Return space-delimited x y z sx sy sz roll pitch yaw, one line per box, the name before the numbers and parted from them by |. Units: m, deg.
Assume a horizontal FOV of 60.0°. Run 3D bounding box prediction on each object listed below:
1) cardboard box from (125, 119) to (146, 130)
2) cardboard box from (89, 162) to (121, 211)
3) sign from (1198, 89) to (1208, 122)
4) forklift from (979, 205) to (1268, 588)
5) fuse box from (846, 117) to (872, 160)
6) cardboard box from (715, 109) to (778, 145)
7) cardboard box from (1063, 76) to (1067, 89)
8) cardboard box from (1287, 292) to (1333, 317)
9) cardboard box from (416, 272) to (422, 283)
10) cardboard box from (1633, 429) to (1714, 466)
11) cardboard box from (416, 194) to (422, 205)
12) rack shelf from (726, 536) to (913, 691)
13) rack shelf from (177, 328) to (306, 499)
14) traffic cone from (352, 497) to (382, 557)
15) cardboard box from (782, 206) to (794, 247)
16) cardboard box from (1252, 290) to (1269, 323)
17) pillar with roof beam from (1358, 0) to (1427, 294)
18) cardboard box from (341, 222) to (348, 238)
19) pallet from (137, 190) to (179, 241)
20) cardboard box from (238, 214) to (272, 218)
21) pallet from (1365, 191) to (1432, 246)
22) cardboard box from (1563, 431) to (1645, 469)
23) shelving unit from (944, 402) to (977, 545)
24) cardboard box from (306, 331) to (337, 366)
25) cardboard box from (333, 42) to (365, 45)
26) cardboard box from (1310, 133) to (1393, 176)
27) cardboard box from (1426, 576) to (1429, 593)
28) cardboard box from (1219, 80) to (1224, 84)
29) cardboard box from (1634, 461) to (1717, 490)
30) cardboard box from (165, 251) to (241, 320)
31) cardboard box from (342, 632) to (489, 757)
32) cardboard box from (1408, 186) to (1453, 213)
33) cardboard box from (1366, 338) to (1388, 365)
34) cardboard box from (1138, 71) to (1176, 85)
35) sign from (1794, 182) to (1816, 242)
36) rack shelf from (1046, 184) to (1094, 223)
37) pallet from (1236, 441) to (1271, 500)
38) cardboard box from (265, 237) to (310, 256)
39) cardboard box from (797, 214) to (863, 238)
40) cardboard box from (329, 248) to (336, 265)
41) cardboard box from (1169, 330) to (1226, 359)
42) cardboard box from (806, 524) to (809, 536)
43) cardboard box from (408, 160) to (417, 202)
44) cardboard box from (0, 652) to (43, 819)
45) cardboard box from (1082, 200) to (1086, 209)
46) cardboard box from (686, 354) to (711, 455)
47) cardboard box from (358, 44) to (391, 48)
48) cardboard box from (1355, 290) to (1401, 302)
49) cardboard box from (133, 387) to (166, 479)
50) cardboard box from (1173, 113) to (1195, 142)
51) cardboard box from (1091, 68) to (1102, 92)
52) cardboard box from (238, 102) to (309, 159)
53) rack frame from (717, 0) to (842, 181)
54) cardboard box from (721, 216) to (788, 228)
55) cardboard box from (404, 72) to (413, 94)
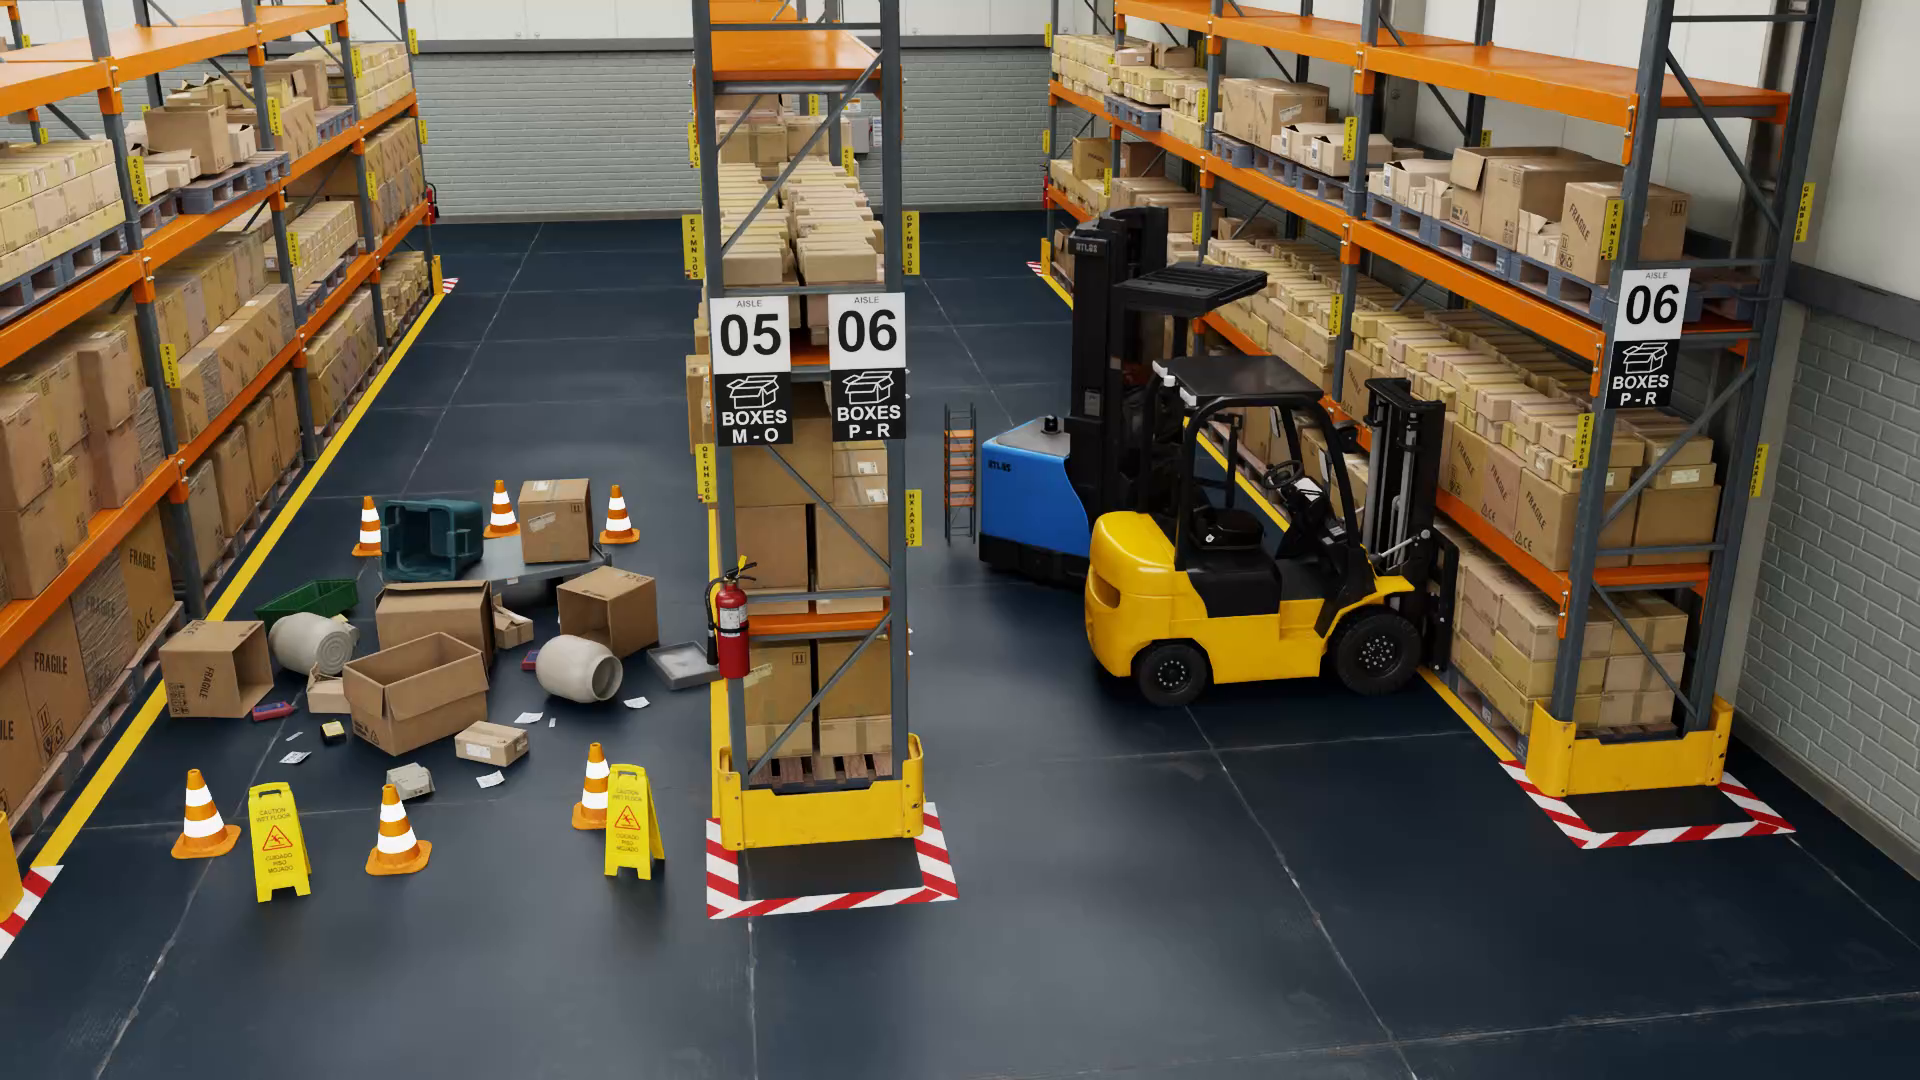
cardboard box | -6.947 -3.516 14.514 0.500 0.311 0.500 -3 21 -8
cardboard box | -5.932 -2.346 11.044 0.500 0.250 0.500 -3 21 -8
sign | 2.424 -4.328 16.564 0.100 0.325 0.005 -3 21 -8
forklift | 1.667 -1.002 12.785 3.031 2.935 1.130 13 24 31
fuse box | -1.840 -6.628 29.591 0.539 1.711 0.414 -3 21 -8
cardboard box | -1.752 -3.383 13.673 0.500 0.250 0.500 -3 21 -7
cardboard box | 1.642 -6.372 23.135 0.380 0.149 0.250 -2 21 -7
cardboard box | 3.061 -2.040 14.395 0.380 0.149 0.250 -4 21 -9
cardboard box | -7.552 -3.593 22.672 0.380 0.149 0.250 -4 21 -10
cardboard box | 4.277 -0.554 9.992 0.380 0.149 0.250 -3 21 -9
cardboard box | -7.660 -4.724 23.011 0.380 0.149 0.250 -3 21 -8
rack shelf | -1.085 -0.041 11.141 1.077 0.370 4.000 -3 21 -8
rack shelf | -6.546 -1.141 14.087 1.077 0.370 4.000 -3 21 -8
traffic cone | -4.956 -0.138 13.998 0.336 0.463 0.334 -3 21 -8
cardboard box | -0.910 -2.053 11.003 0.500 0.250 0.500 -3 21 -9
cardboard box | 3.011 -2.174 15.323 0.500 0.250 0.500 -3 21 -7
pillar with roof beam | -0.219 -4.894 14.533 9.100 9.000 0.400 -3 21 -8
cardboard box | -7.086 -3.469 18.625 0.380 0.149 0.250 -2 21 -5
pallet | -6.438 -2.416 12.459 0.805 0.209 1.217 -4 21 -10
cardboard box | -7.695 -3.482 18.235 0.380 0.149 0.250 -3 21 -8
pallet | 3.686 -2.392 12.246 1.003 0.211 1.213 -3 21 -8
cardboard box | 3.854 -0.541 9.955 0.380 0.149 0.250 -3 21 -8
shelving unit | 0.002 -0.557 14.067 0.258 1.200 0.189 -3 21 -8
cardboard box | -6.767 -1.974 17.190 0.500 0.250 0.500 -3 21 -8
cardboard box | -8.166 -6.573 22.244 0.380 0.149 0.250 -3 21 -8
cardboard box | 3.192 -3.167 13.581 0.500 0.311 0.500 -4 21 -9
cardboard box | 3.510 0.242 11.970 0.500 0.250 0.500 -3 21 -8
cardboard box | 2.939 -4.945 18.175 0.380 0.149 0.250 -3 21 -8
cardboard box | 4.322 -0.418 10.053 0.380 0.149 0.250 -3 21 -9
cardboard box | -6.629 -2.177 14.261 0.700 0.500 0.500 -3 21 -9
cardboard box | -3.555 1.004 10.884 0.637 0.503 0.797 17 27 39
cardboard box | 3.413 -2.416 11.802 0.380 0.149 0.250 -2 21 -6
cardboard box | 3.362 -1.460 12.841 0.380 0.149 0.250 -2 21 -6
cardboard box | 2.255 -5.285 19.056 0.380 0.149 0.250 -3 21 -7
sign | 4.664 -1.815 9.213 0.100 0.325 0.005 -3 21 -8
rack shelf | 2.096 -4.447 22.939 1.077 0.370 4.000 -3 21 -8
pallet | 3.214 -0.692 15.842 1.003 0.211 1.213 -3 21 -8
cardboard box | -6.819 -2.968 16.858 0.380 0.149 0.250 -4 21 -10
cardboard box | -0.766 -1.828 9.829 0.380 0.149 0.250 -3 21 -8
cardboard box | -6.966 -3.056 17.945 0.380 0.149 0.250 -2 21 -5
cardboard box | 2.626 -2.042 18.443 0.500 0.500 0.500 -3 21 -9
cardboard box | -0.809 -0.145 10.751 0.380 0.149 0.250 -2 21 -6
cardboard box | -7.598 -4.806 22.302 0.500 0.500 0.500 -3 21 -9
cardboard box | -5.844 1.166 9.317 0.875 0.875 0.875 -3 21 -7
cardboard box | 1.884 -4.607 22.697 0.380 0.149 0.250 -3 21 -8
cardboard box | -1.327 -0.853 10.290 0.700 0.500 0.500 -3 21 -8
cardboard box | -7.672 -6.417 21.827 0.380 0.149 0.250 -4 21 -9
cardboard box | 3.620 -2.075 14.488 0.380 0.149 0.250 -3 21 -8
cardboard box | -6.192 -0.729 11.740 0.875 0.550 0.550 -3 21 -8
cardboard box | 2.574 -4.381 17.661 0.500 0.250 0.500 -3 21 -8
cardboard box | 1.982 -5.900 21.302 0.500 0.250 0.500 -4 21 -10
cardboard box | -6.732 -4.007 16.301 0.500 0.500 0.500 -3 21 -8
rack frame | -1.373 -3.881 11.819 1.000 3.000 0.127 -3 21 -8
cardboard box | -1.206 -1.803 9.763 0.380 0.149 0.250 -3 21 -8
cardboard box | -7.660 -6.131 22.347 0.500 0.250 0.500 -3 21 -9
